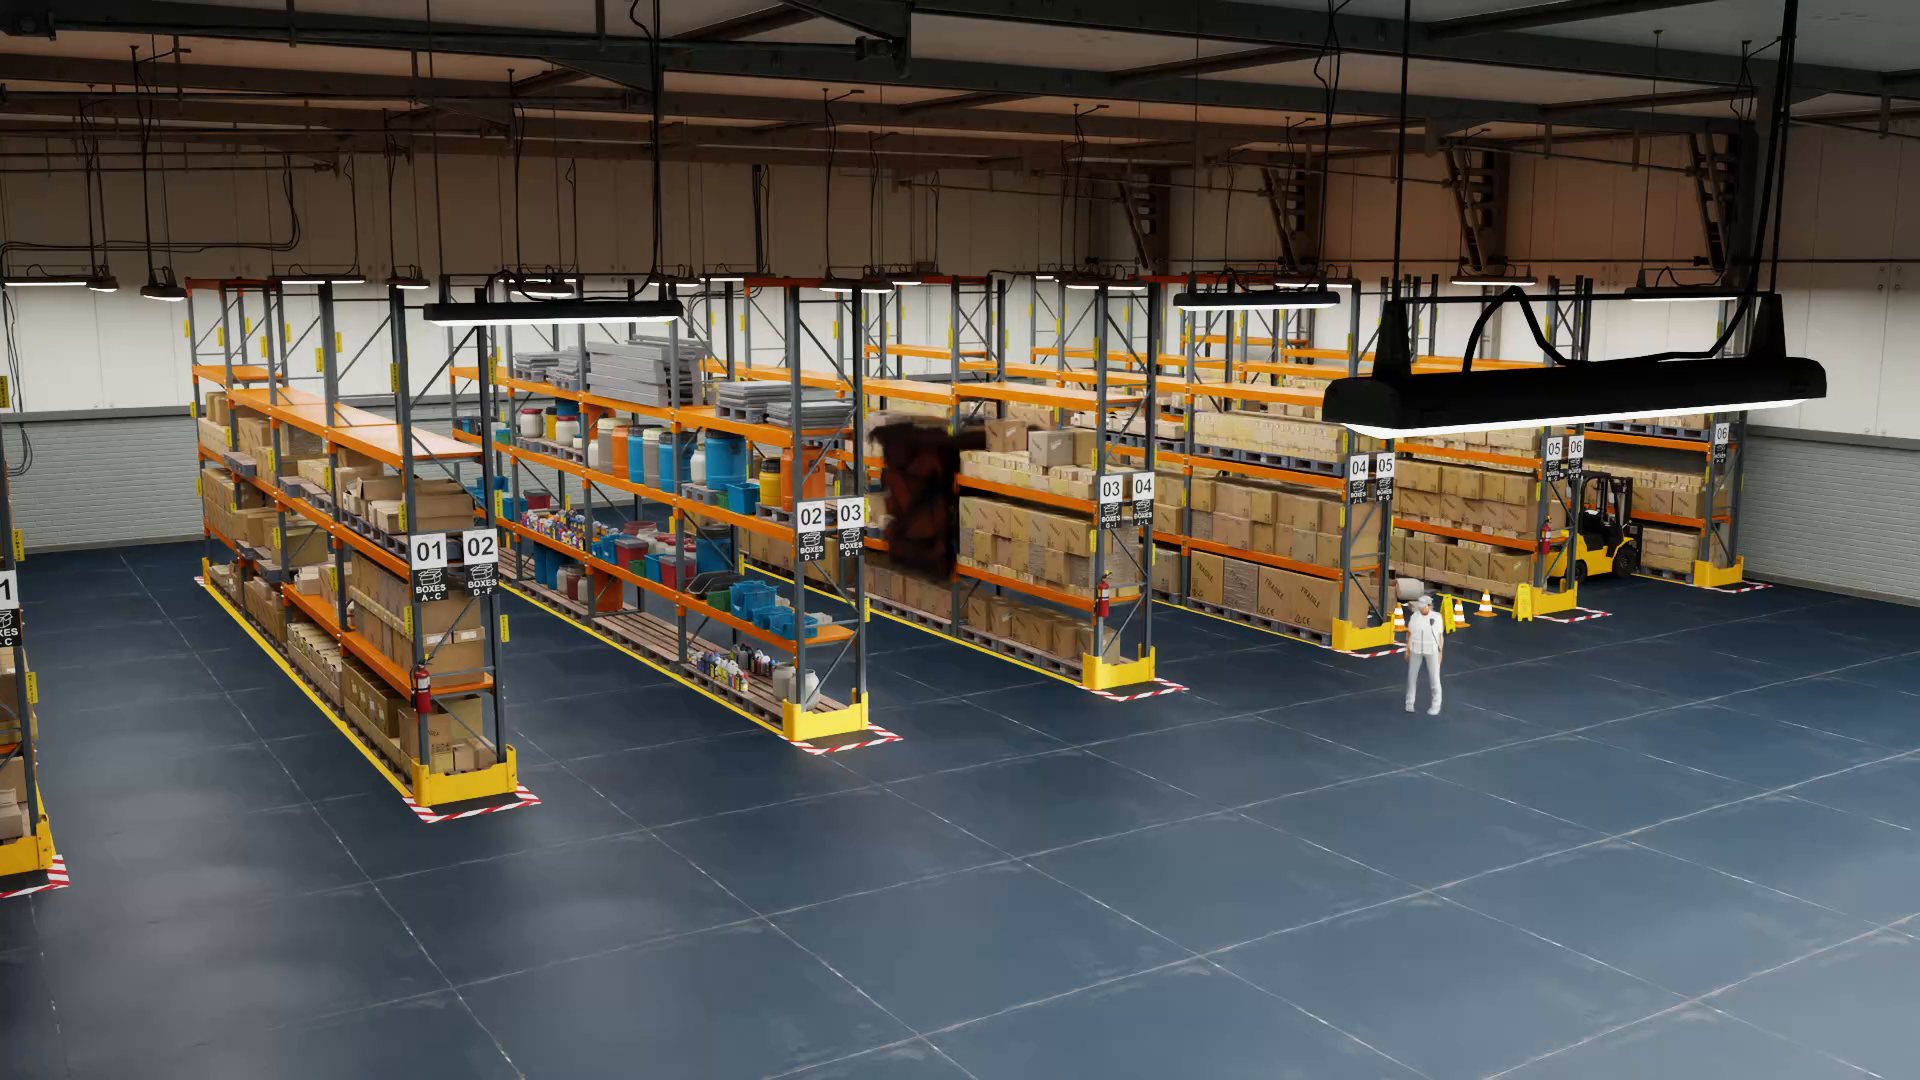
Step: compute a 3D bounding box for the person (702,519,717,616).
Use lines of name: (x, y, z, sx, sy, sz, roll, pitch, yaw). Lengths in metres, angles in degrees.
person: (-4.194, 0.463, 28.424, 0.542, 1.673, 0.463, -7, 12, -36)

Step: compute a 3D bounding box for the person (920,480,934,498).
person: (-0.619, -0.507, 36.027, 0.567, 1.624, 0.981, -5, 11, -30)

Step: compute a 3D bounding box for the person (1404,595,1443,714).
person: (6.550, 1.599, 23.493, 0.526, 1.669, 0.430, 4, 10, 24)

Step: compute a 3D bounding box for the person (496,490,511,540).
person: (-10.274, -0.671, 37.222, 0.430, 1.609, 0.347, -2, 10, -14)
